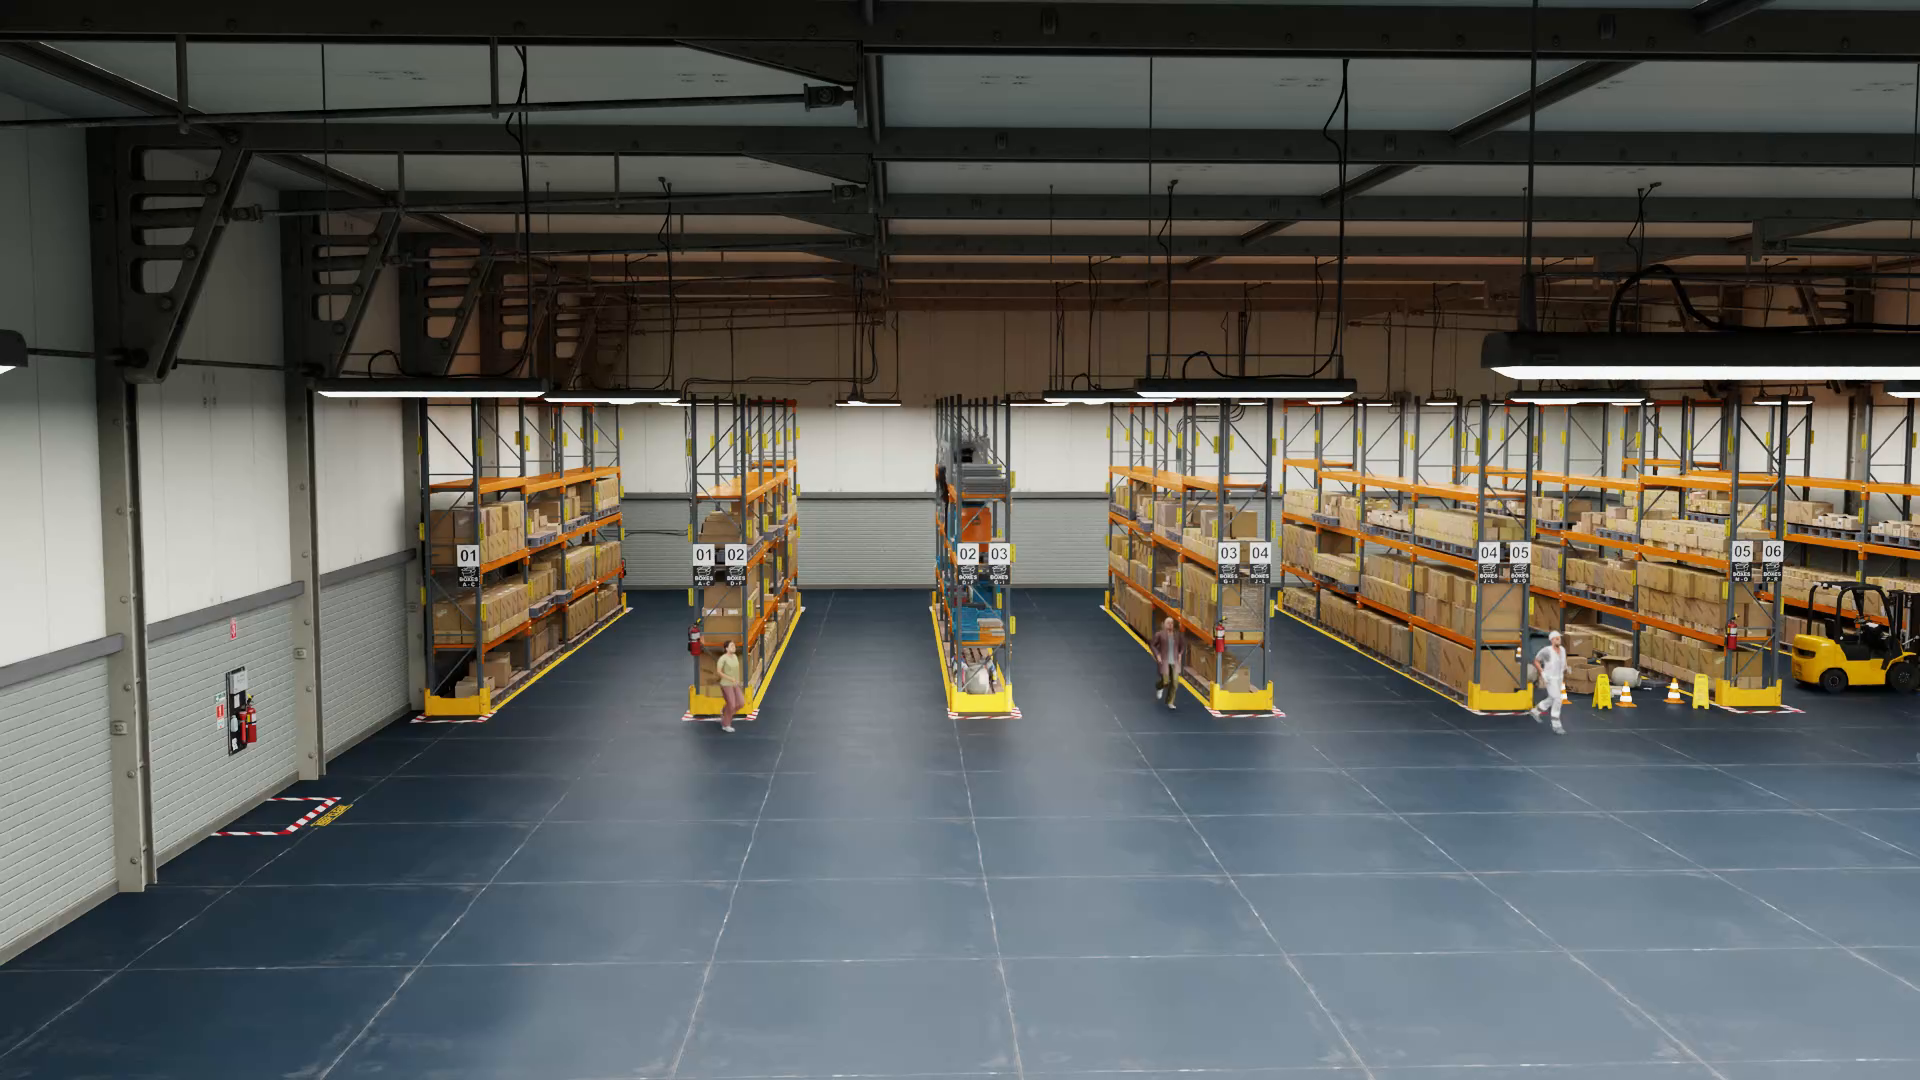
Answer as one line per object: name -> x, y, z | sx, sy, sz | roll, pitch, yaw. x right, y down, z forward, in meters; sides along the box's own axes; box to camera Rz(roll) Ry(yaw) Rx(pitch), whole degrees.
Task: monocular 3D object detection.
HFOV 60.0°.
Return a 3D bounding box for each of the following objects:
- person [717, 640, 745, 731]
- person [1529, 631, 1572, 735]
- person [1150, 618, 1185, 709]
person -> -4.099, 2.583, 29.629 | 0.570, 1.634, 0.614 | 3, 5, 33
person -> 10.515, 2.507, 29.612 | 0.640, 1.818, 0.845 | -3, 5, -30
person -> 4.014, 2.350, 31.946 | 0.702, 1.724, 0.728 | -1, 5, -10
